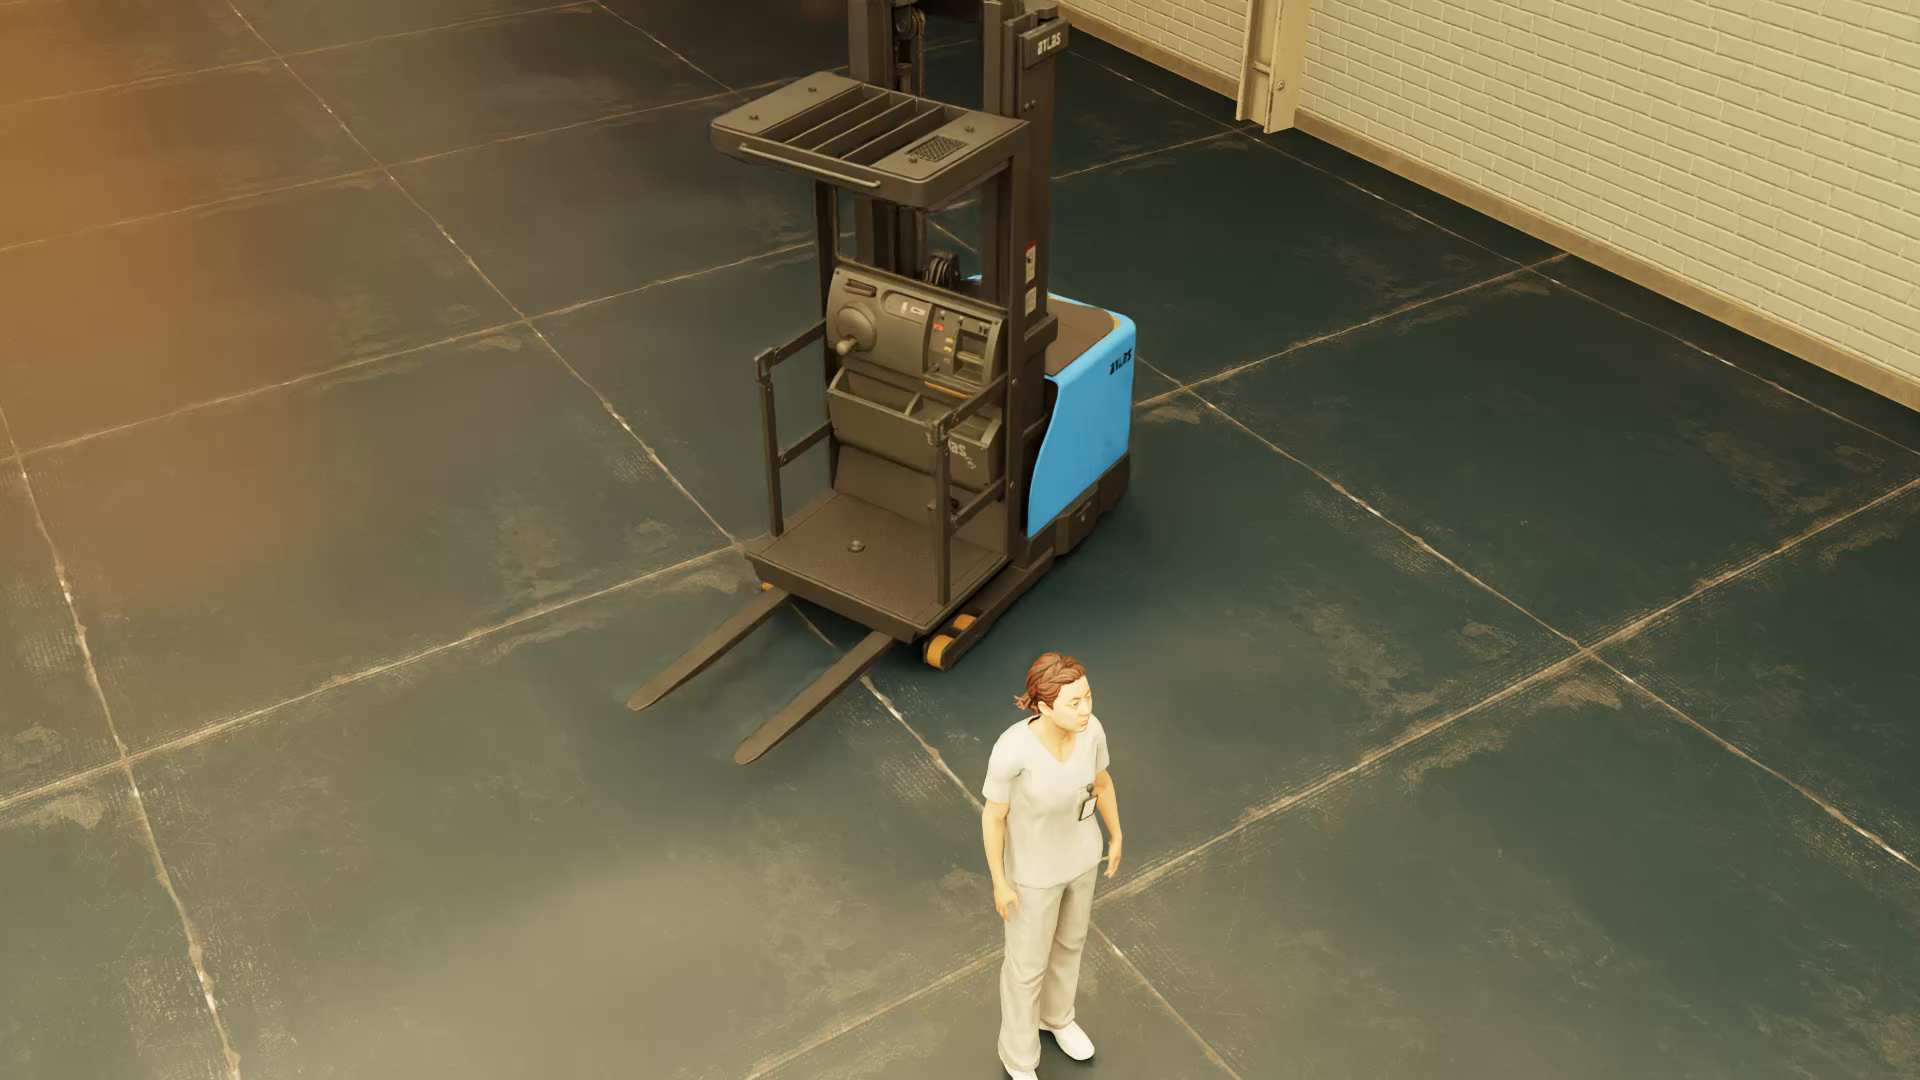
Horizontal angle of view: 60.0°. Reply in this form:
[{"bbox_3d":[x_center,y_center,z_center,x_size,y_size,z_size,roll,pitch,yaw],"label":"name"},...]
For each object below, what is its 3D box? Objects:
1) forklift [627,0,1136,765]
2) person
[{"bbox_3d":[-0.335,-0.902,7.431,1.130,2.935,3.031,21,40,27],"label":"forklift"},{"bbox_3d":[0.343,1.134,5.613,0.550,1.673,0.548,-20,40,-26],"label":"person"}]
